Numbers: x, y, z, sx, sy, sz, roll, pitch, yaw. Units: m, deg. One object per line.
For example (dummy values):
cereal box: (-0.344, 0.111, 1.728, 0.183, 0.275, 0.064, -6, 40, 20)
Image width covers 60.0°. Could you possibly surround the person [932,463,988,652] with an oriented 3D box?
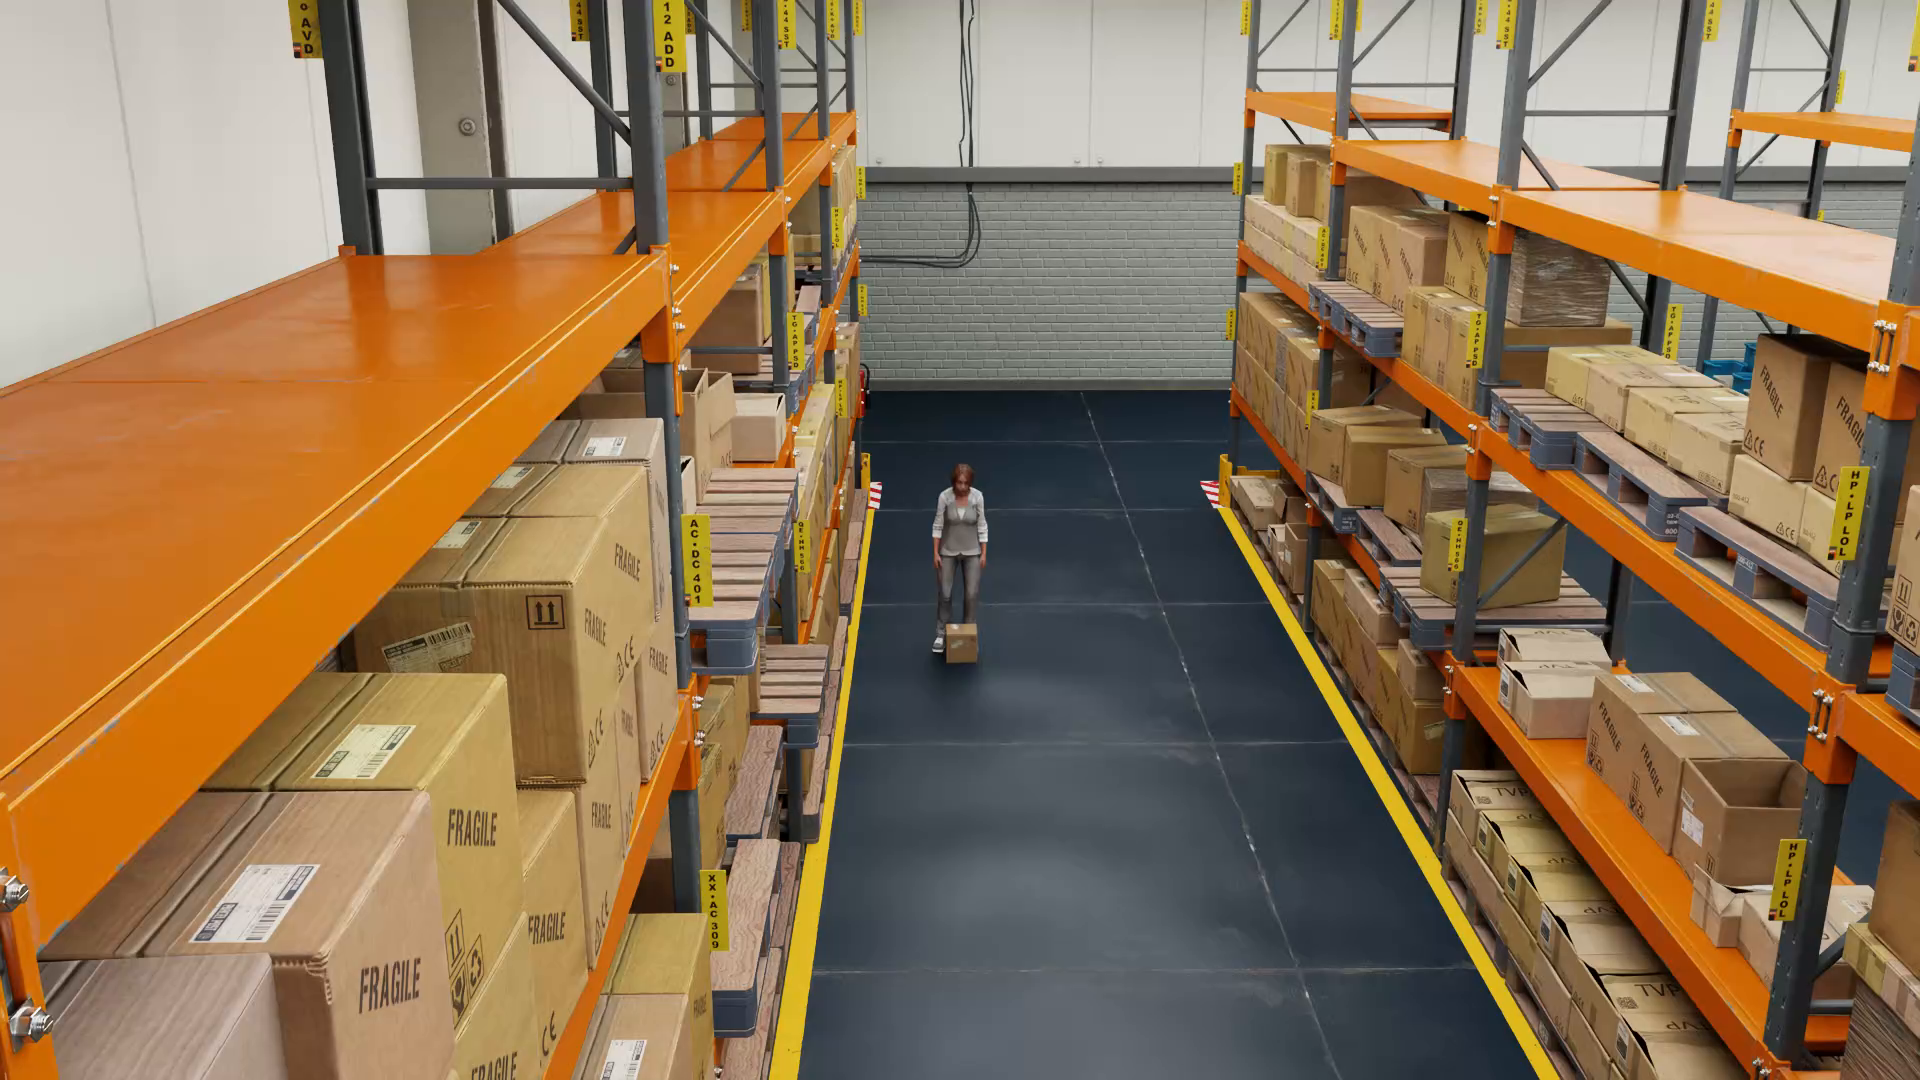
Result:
person: (-0.001, 0.144, 13.615, 0.466, 1.580, 0.376, -1, 17, -2)
